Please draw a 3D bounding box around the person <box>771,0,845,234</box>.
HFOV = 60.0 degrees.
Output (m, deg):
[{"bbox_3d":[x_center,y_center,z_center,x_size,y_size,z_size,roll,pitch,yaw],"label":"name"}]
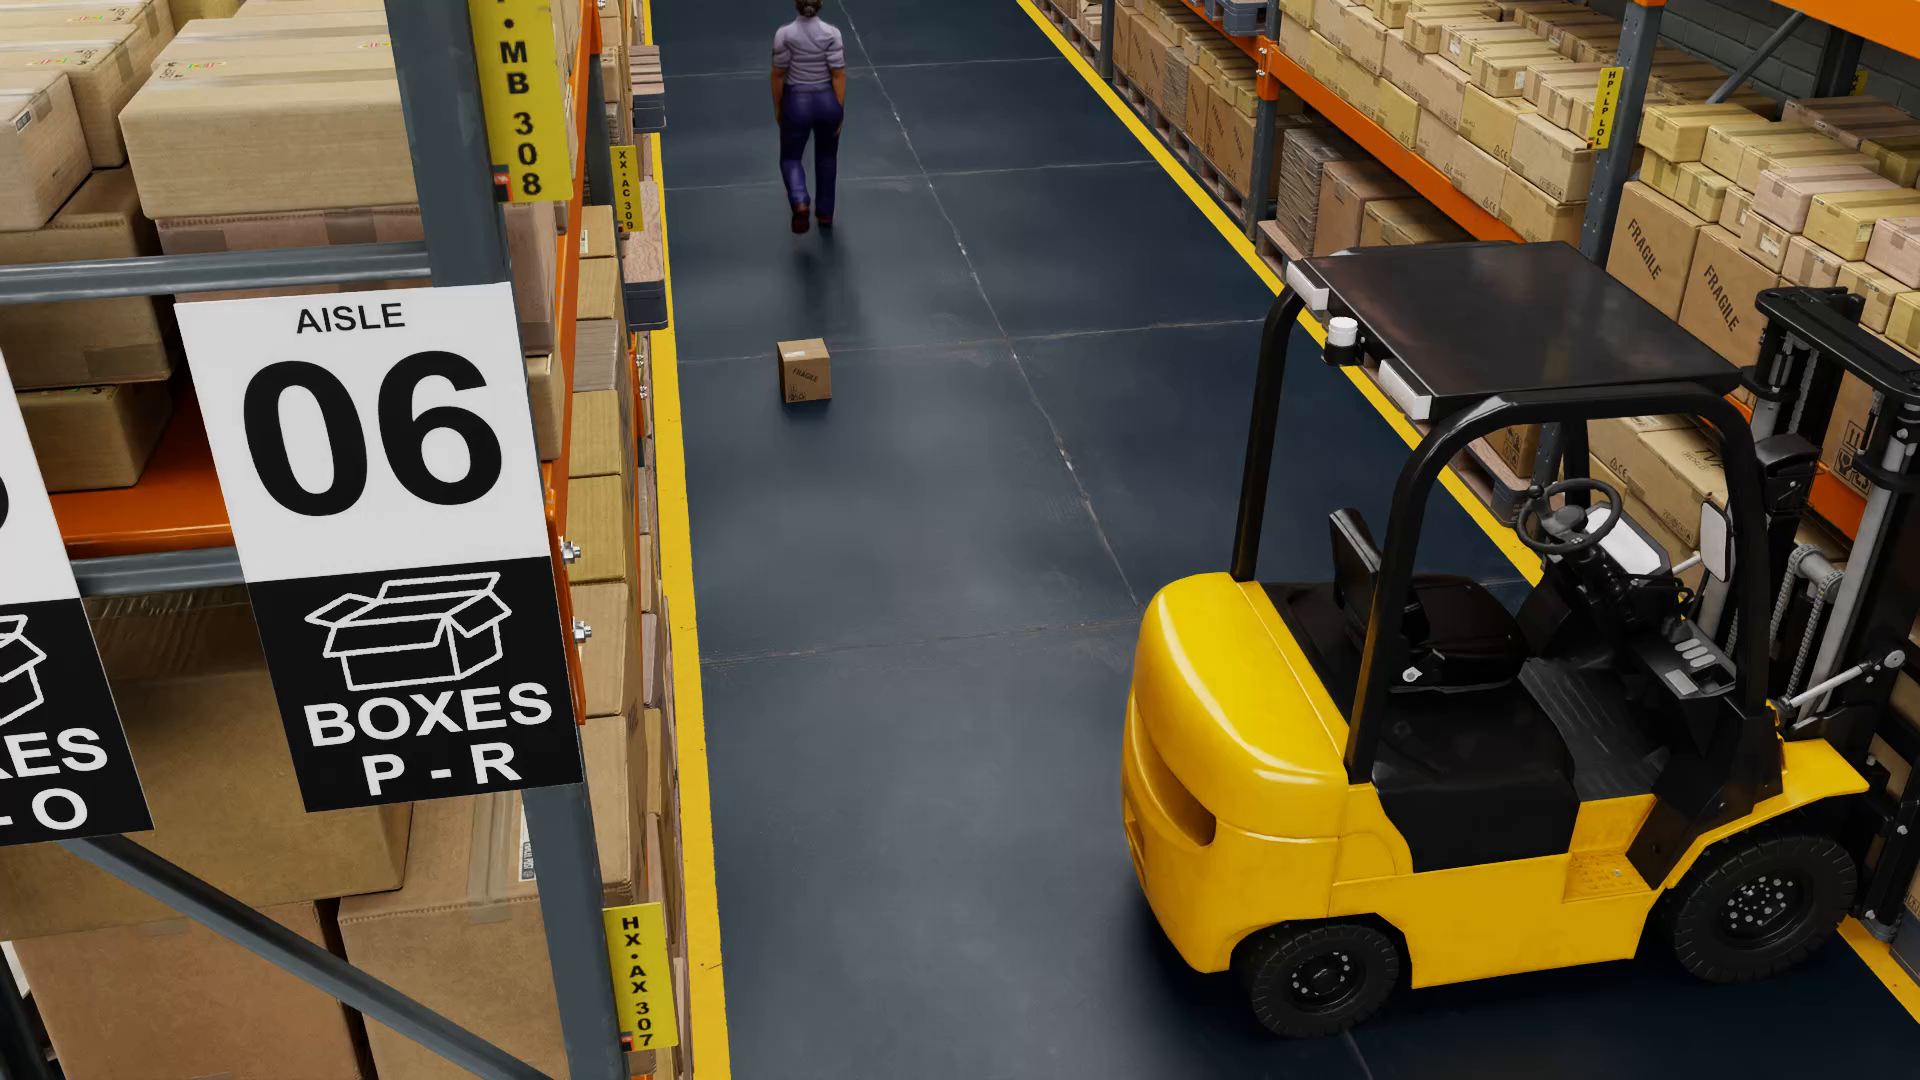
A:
[{"bbox_3d":[-0.977,-2.789,10.794,0.473,1.623,0.728,-6,31,-10],"label":"person"}]
